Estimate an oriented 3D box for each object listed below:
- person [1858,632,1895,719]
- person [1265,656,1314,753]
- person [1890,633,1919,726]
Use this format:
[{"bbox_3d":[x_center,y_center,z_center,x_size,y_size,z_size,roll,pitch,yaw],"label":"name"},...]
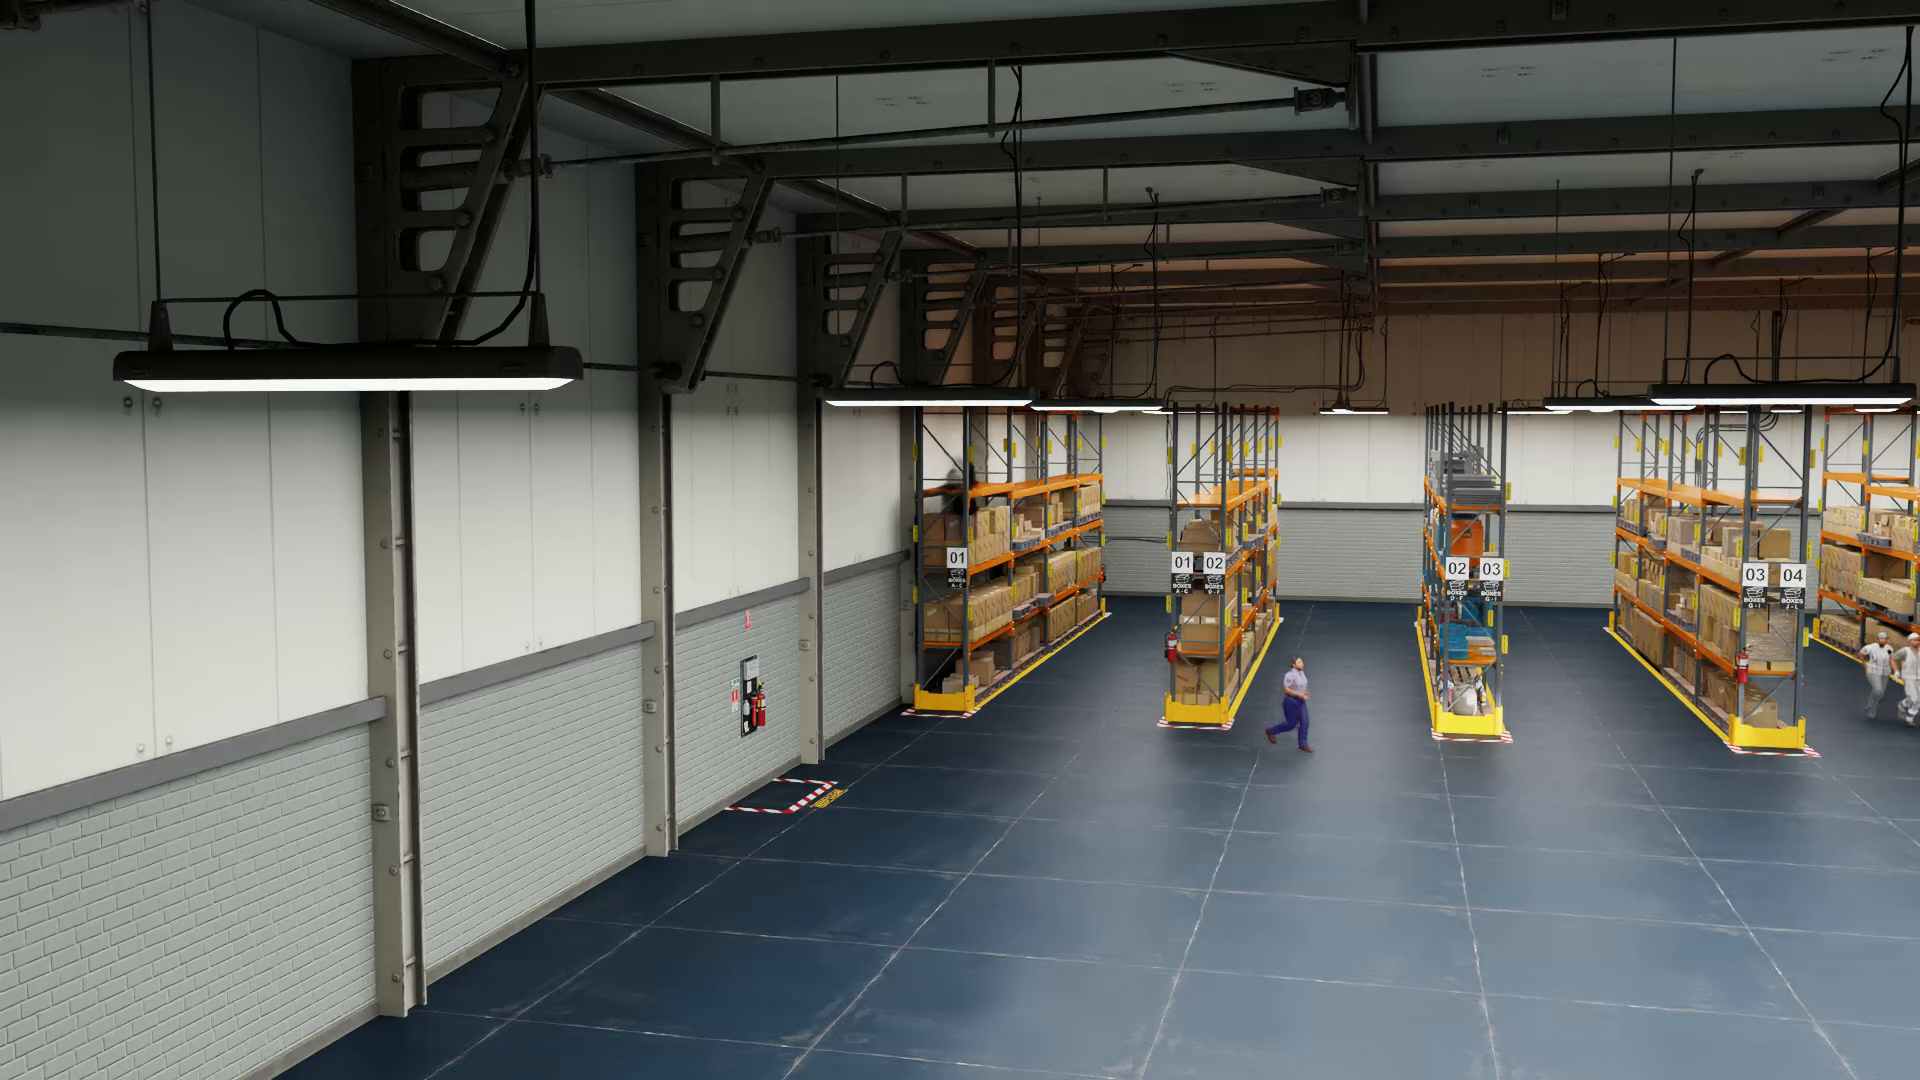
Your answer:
[{"bbox_3d":[17.471,2.568,31.620,0.593,1.648,0.682,0,4,-1],"label":"person"},{"bbox_3d":[5.718,2.818,28.590,0.838,1.639,0.615,4,6,41],"label":"person"},{"bbox_3d":[17.612,2.584,30.699,0.656,1.739,0.587,0,4,2],"label":"person"}]
